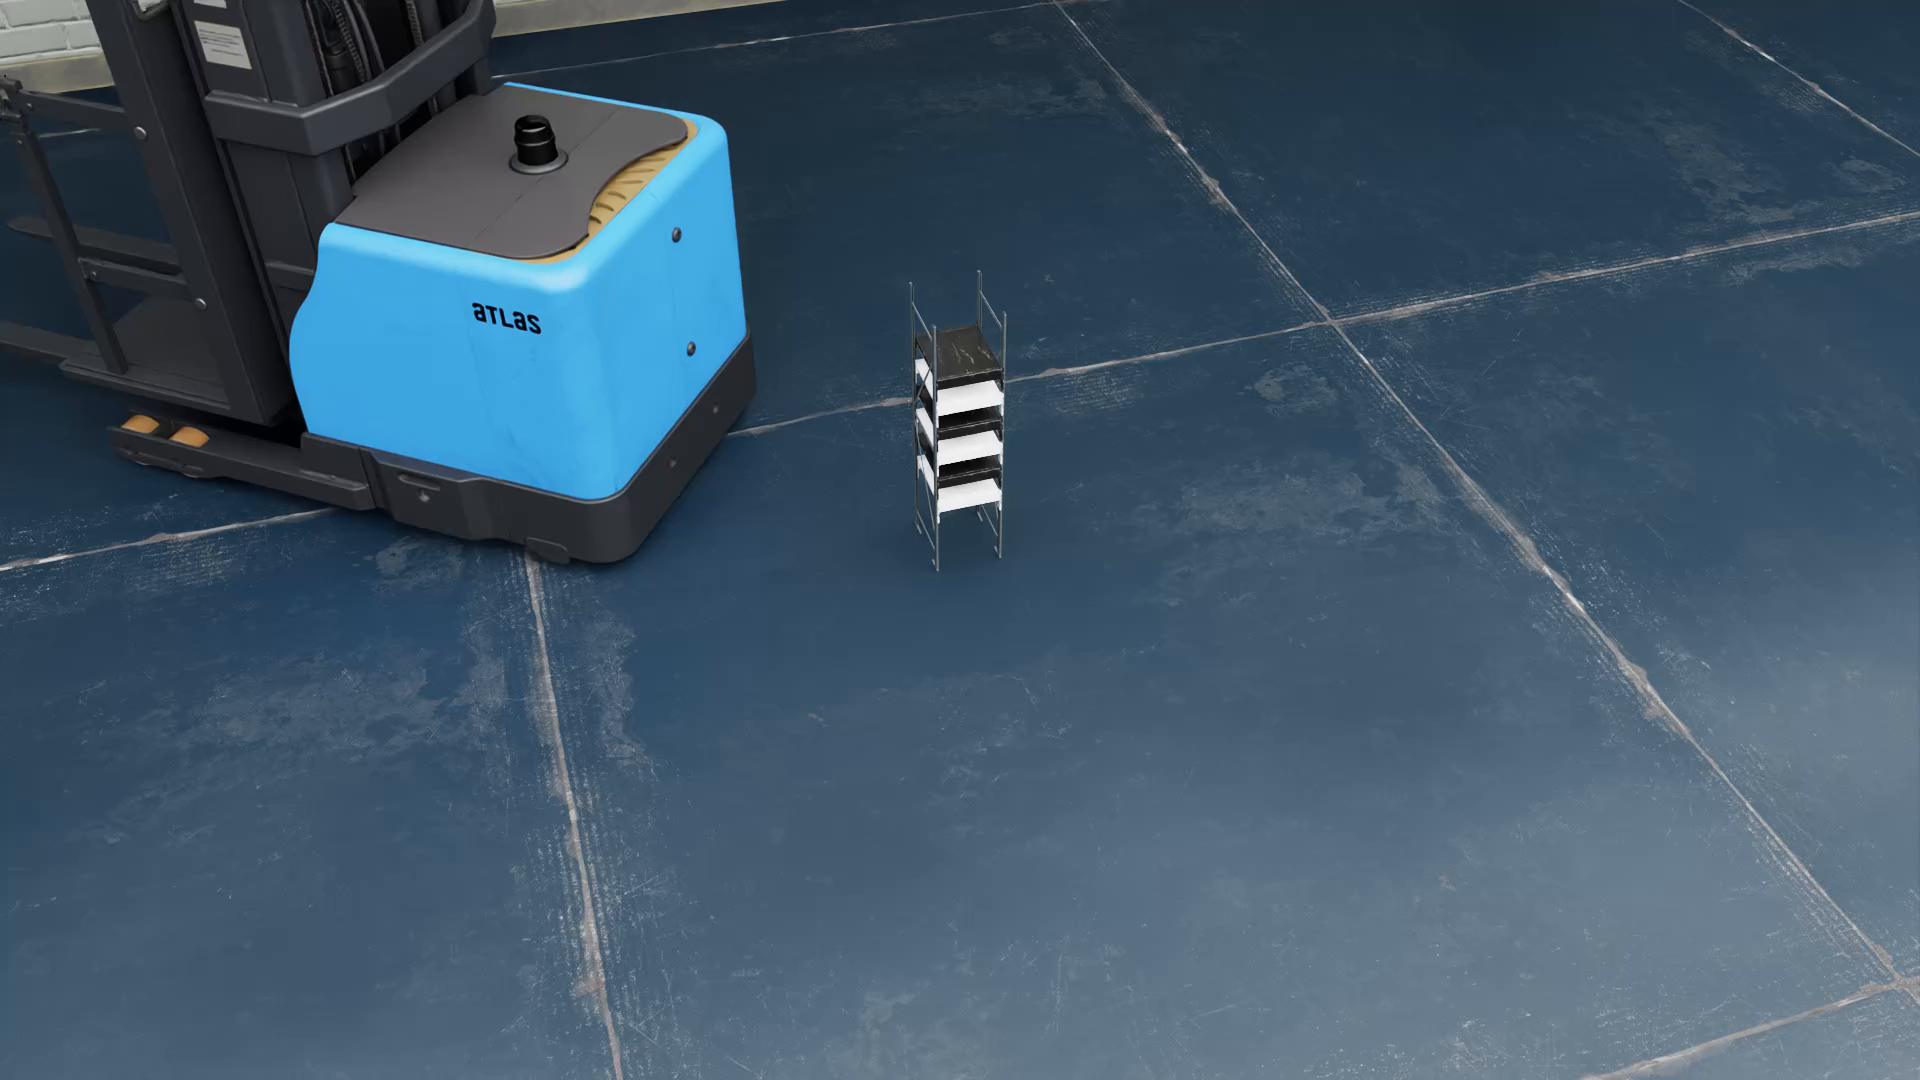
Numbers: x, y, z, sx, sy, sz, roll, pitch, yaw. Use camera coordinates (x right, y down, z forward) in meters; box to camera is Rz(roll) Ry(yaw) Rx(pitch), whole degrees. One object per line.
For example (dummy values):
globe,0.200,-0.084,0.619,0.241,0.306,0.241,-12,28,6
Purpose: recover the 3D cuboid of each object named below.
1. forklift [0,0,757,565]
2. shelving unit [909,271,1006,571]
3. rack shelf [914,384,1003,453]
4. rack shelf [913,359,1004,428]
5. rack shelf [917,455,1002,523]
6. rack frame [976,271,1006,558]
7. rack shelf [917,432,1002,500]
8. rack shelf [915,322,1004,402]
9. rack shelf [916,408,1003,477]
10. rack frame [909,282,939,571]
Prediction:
forklift,-2.274,-1.620,4.877,3.031,2.935,1.130,13,43,15
shelving unit,-0.008,-0.337,4.952,0.210,0.900,0.258,-12,42,-13
rack shelf,-0.008,-0.380,4.915,0.200,0.077,0.258,-12,42,-13
rack shelf,-0.008,-0.448,4.856,0.200,0.077,0.258,-12,42,-13
rack shelf,-0.008,-0.177,5.092,0.200,0.077,0.258,-12,42,-13
rack frame,0.089,-0.357,4.975,0.006,0.900,0.240,-12,42,-13
rack shelf,-0.008,-0.244,5.033,0.200,0.077,0.258,-12,42,-13
rack shelf,-0.008,-0.516,4.796,0.200,0.077,0.258,-12,42,-13
rack shelf,-0.008,-0.312,4.974,0.200,0.077,0.258,-12,42,-13
rack frame,-0.105,-0.317,4.929,0.006,0.900,0.240,-12,42,-13
